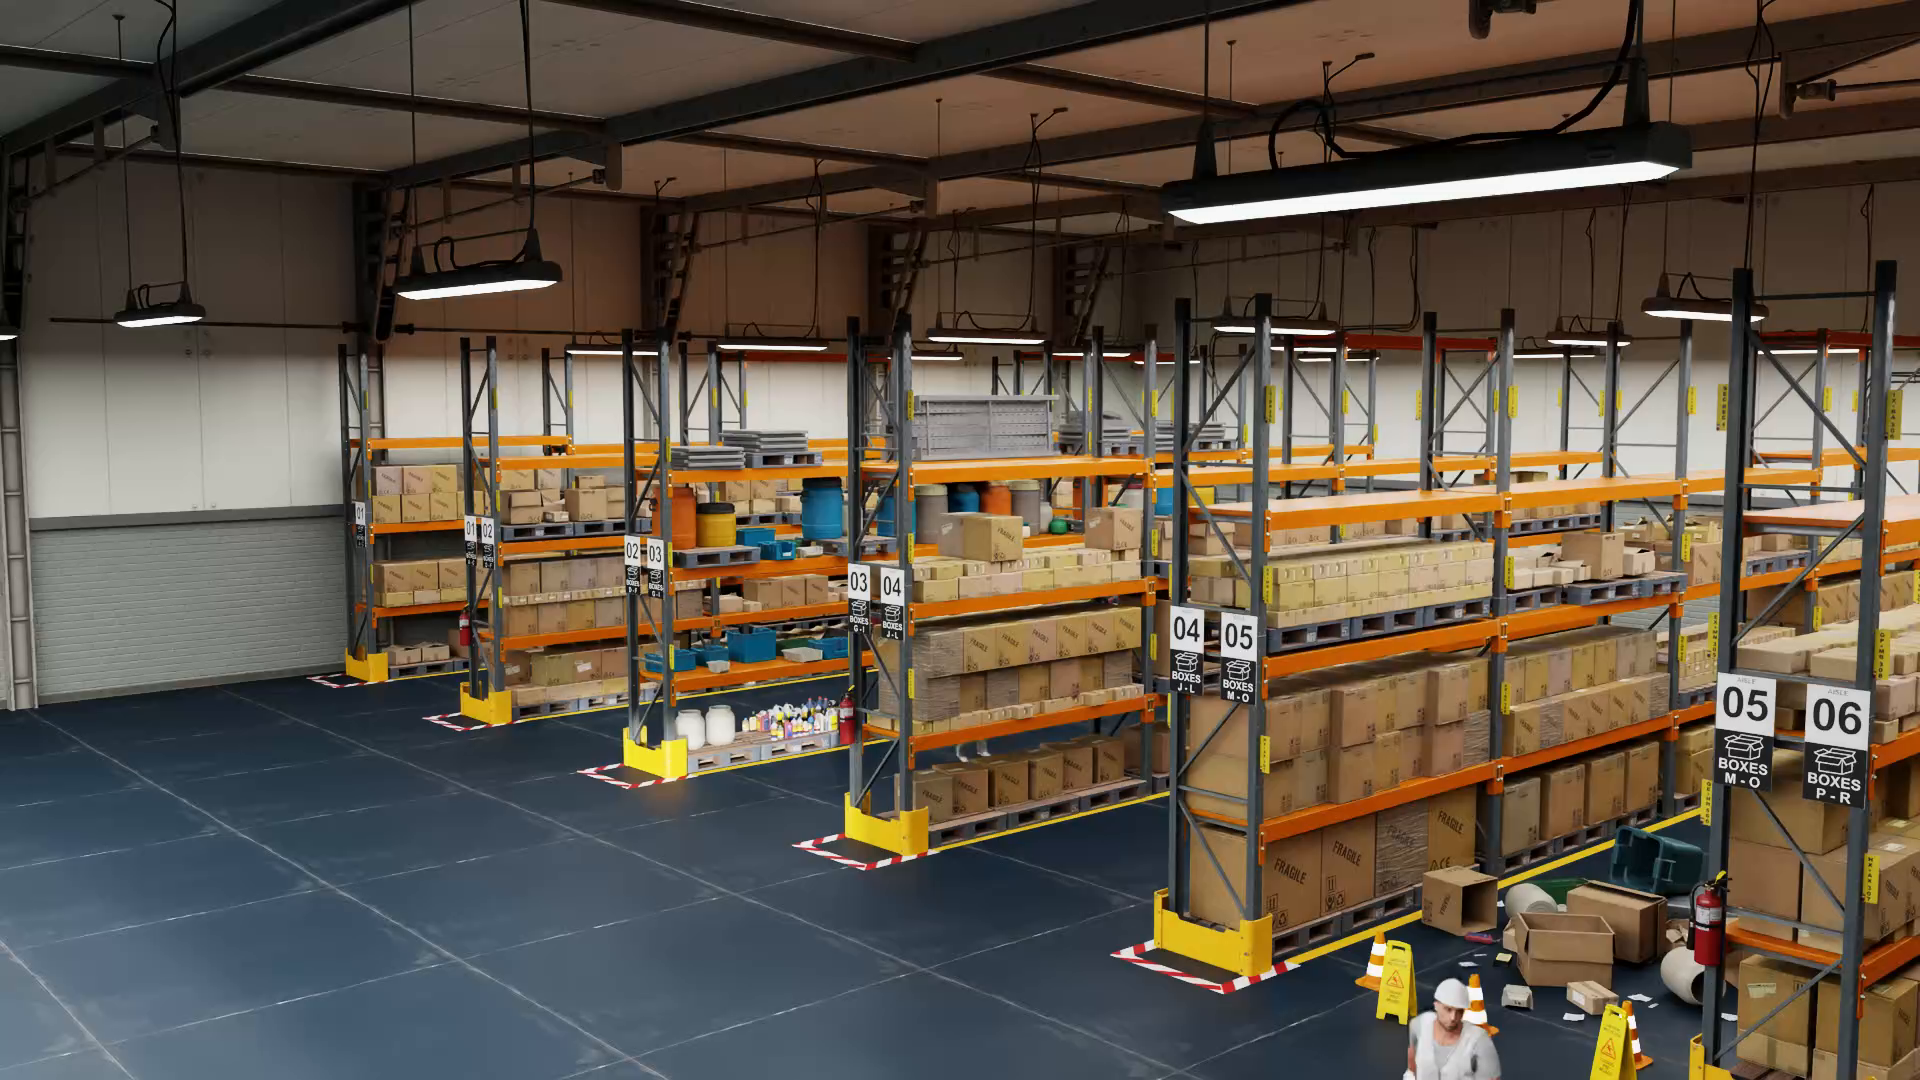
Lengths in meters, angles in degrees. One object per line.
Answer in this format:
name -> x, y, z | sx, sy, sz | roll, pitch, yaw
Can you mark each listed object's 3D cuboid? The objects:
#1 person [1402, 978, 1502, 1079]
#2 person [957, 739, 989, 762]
person -> 2.865, 3.410, 9.817 | 0.654, 1.729, 0.817 | 3, 6, 27
person -> 0.124, 2.393, 23.219 | 0.599, 1.484, 0.788 | 0, 5, -2
